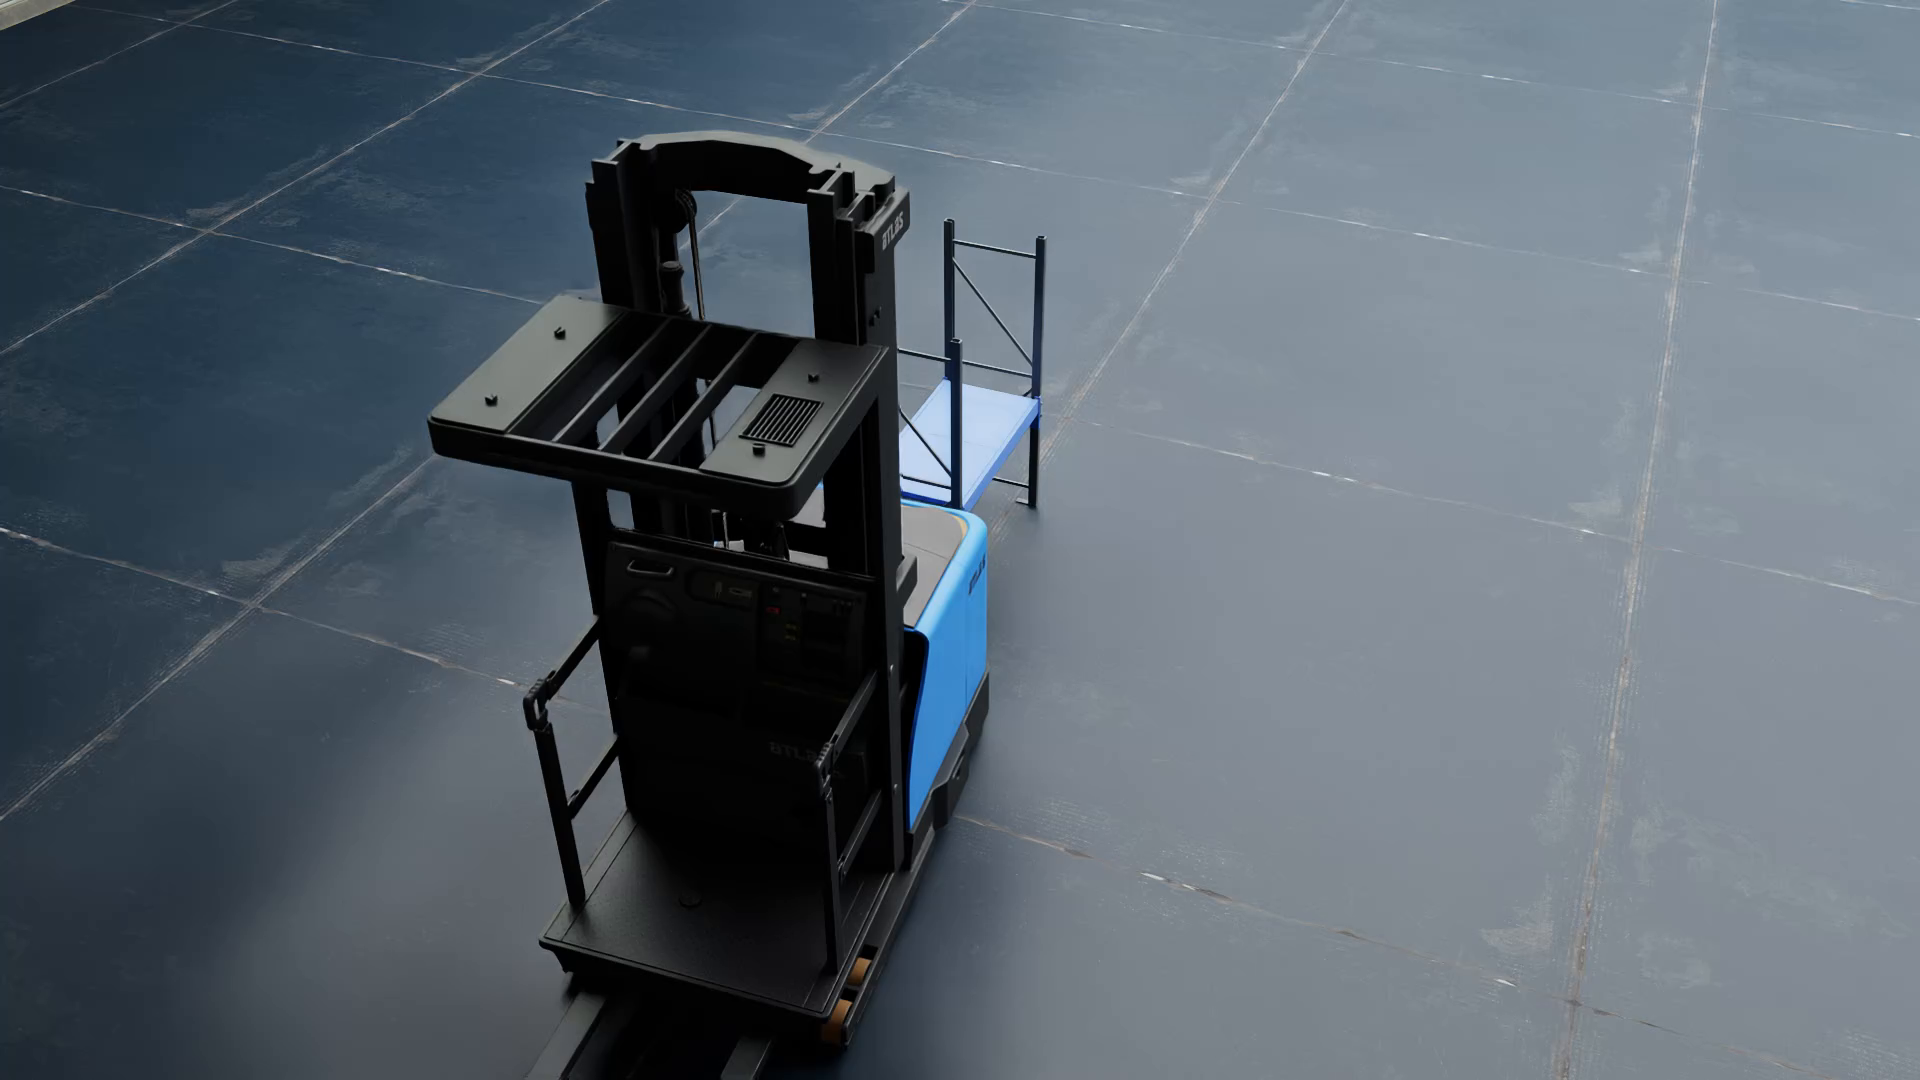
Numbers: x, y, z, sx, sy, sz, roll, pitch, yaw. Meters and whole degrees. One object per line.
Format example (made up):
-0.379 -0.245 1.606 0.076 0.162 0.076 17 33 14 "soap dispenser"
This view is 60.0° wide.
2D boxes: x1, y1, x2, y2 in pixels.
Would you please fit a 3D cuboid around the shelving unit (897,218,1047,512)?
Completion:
-0.032 -0.553 7.738 0.538 1.500 1.048 14 39 18 "shelving unit"

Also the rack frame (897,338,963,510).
-0.226 -0.272 7.361 0.500 1.500 0.032 14 39 18 "rack frame"

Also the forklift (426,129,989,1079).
-0.814 0.334 5.355 1.130 2.935 3.031 11 38 14 "forklift"

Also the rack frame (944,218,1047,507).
0.161 -0.835 8.114 0.500 1.500 0.032 14 39 18 "rack frame"

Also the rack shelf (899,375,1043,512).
-0.032 -0.409 7.845 0.538 0.185 1.000 14 39 18 "rack shelf"
